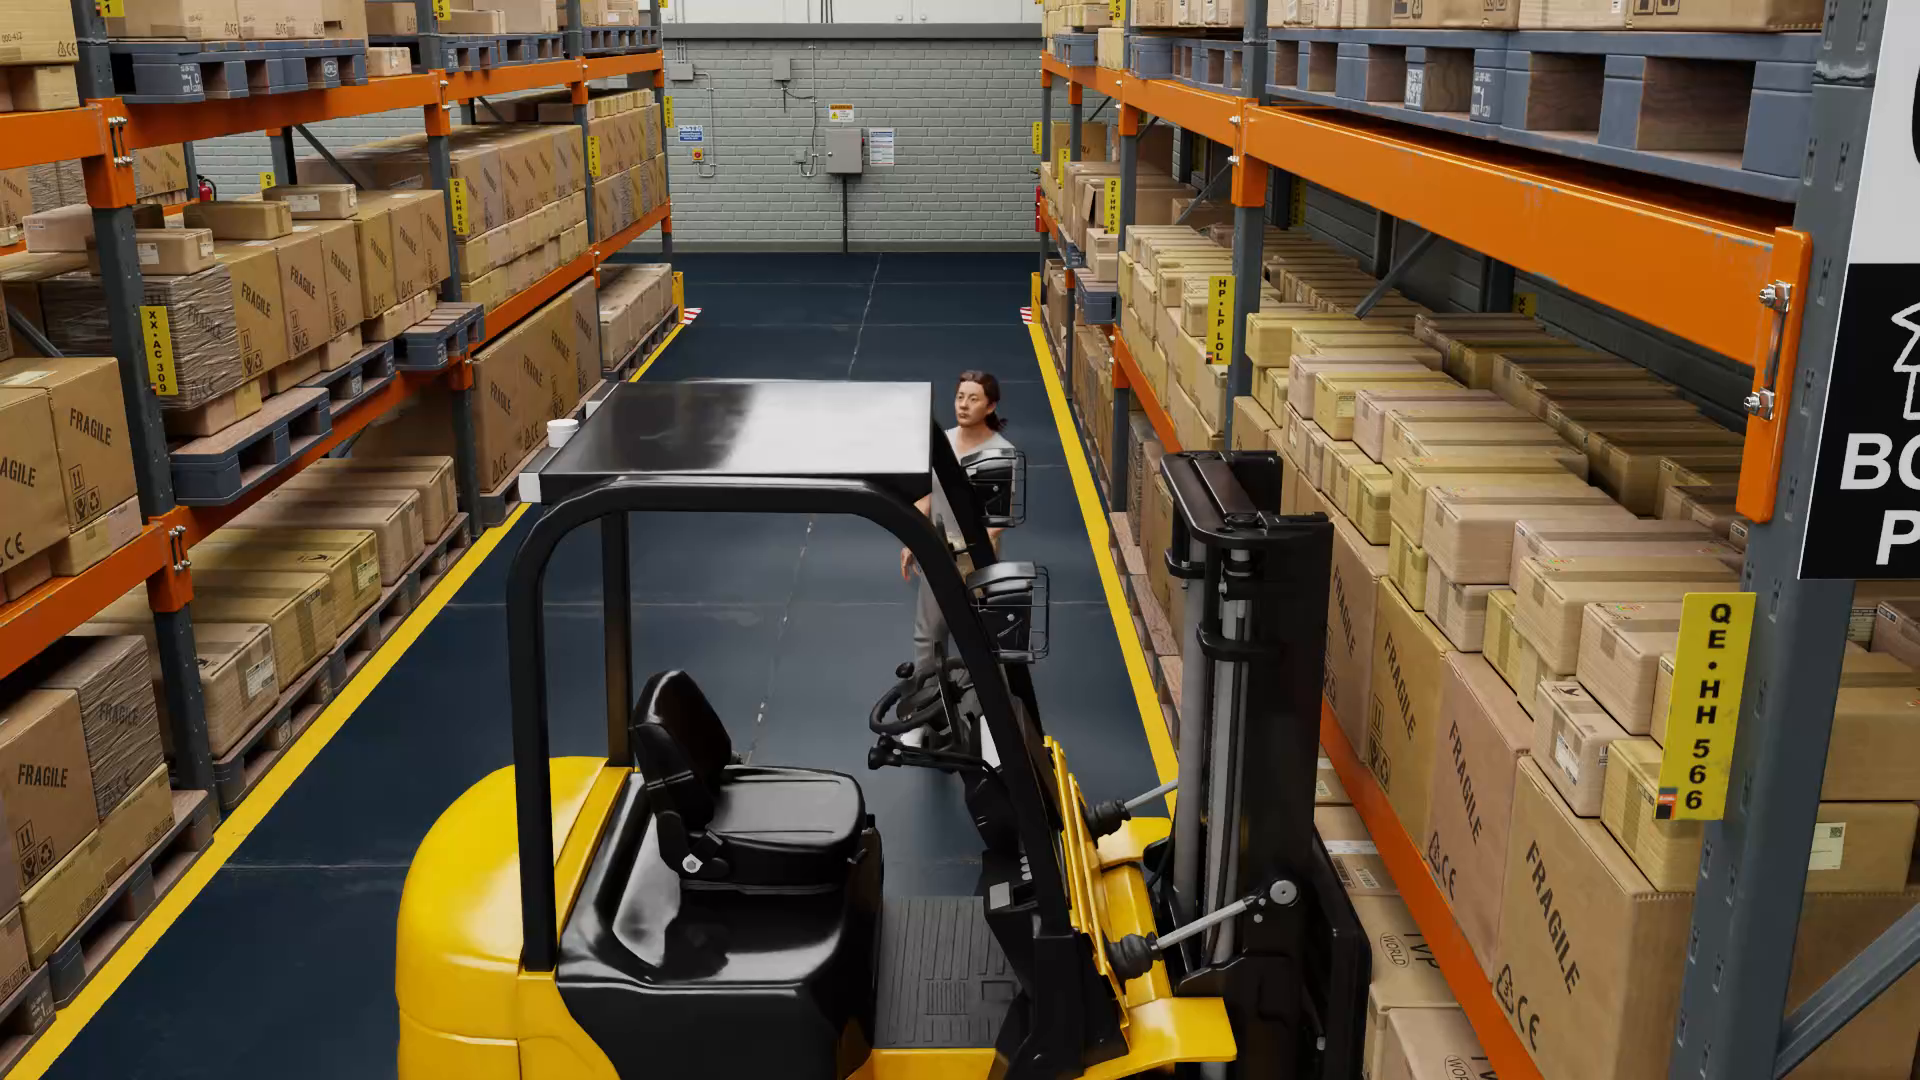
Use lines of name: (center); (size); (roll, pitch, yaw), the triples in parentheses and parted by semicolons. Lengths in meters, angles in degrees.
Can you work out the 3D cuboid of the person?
person: (-0.002, 0.106, 7.193); (0.484, 1.673, 0.519); (11, 20, 31)
